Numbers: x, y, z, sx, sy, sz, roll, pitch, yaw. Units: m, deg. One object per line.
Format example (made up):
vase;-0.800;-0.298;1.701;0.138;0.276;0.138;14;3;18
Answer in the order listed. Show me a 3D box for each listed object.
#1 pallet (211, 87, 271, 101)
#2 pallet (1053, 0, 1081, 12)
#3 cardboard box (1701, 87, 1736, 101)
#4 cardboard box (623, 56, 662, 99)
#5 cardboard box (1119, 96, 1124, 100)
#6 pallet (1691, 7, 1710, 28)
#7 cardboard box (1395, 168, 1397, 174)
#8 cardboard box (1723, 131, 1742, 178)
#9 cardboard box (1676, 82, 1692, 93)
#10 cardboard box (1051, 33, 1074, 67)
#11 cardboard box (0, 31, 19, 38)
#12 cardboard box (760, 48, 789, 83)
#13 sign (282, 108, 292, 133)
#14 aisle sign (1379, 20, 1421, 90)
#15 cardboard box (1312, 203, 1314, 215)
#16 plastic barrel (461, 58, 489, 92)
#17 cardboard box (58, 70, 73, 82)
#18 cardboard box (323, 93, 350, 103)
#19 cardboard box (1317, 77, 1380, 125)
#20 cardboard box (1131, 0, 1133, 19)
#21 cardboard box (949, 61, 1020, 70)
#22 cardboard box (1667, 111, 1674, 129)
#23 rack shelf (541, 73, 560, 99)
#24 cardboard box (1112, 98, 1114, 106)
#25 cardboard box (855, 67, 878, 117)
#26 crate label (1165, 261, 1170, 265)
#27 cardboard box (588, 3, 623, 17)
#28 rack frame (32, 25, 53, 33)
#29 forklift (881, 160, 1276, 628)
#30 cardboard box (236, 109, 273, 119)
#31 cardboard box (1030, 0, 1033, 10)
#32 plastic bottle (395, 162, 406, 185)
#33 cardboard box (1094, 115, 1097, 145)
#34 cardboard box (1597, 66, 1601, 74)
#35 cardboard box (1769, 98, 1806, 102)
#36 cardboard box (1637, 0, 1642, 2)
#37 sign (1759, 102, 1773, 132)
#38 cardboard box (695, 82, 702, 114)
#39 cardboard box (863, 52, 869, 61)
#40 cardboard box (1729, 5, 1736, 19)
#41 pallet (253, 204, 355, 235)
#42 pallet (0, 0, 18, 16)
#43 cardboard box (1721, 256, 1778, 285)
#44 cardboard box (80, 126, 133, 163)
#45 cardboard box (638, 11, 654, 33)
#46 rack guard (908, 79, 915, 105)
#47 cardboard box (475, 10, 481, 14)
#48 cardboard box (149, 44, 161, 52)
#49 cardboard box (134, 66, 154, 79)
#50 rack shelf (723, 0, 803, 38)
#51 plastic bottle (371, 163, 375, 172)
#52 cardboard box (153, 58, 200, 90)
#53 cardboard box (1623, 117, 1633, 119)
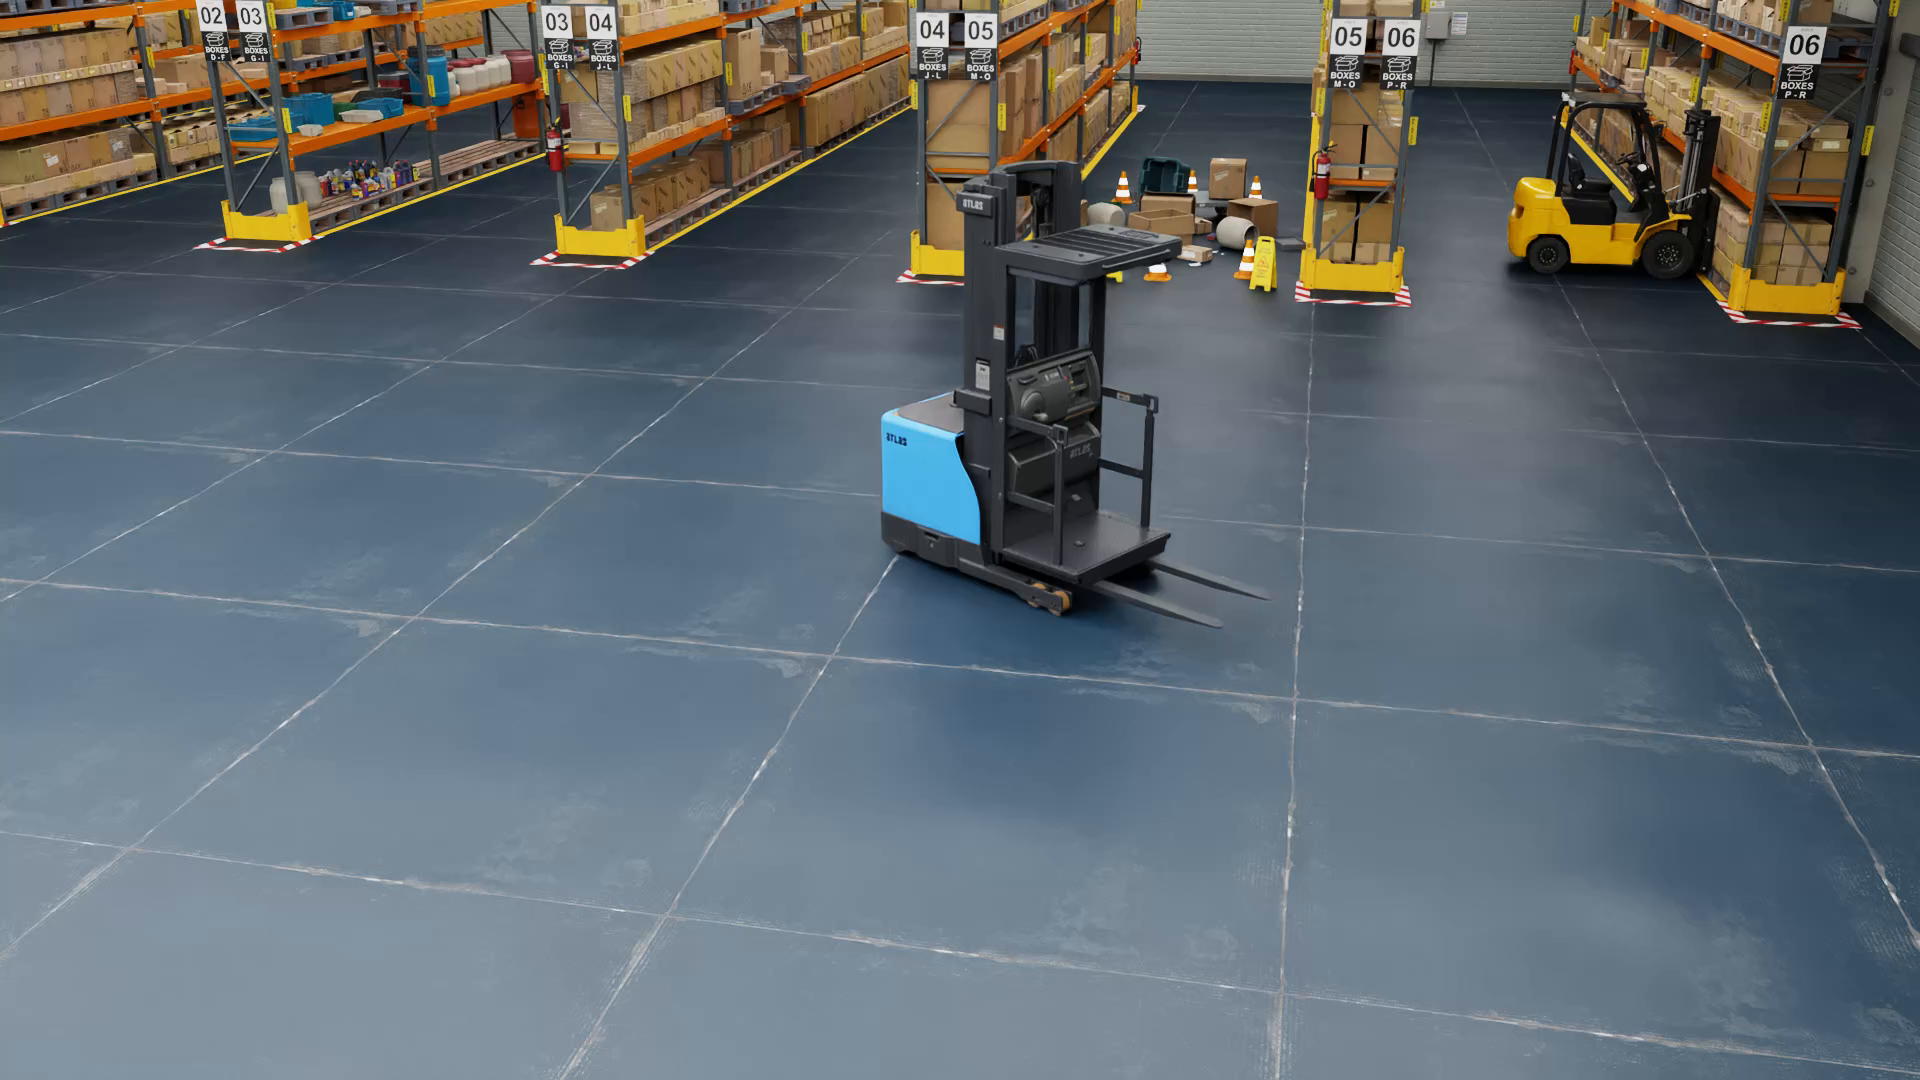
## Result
pallet;-16.481;-10.200;37.898;1.003;0.211;1.213;4;22;11
pallet;1.301;-8.418;25.979;1.003;0.211;1.213;6;23;13
cardboard box;10.161;-5.974;22.272;0.380;0.149;0.250;5;22;12
cardboard box;-4.373;-6.263;22.520;0.500;0.500;0.500;4;22;11
cardboard box;3.142;-9.012;34.070;0.380;0.149;0.250;6;23;14
pallet;10.684;-7.209;22.980;0.805;0.209;1.217;4;22;9
cardboard box;5.283;-4.673;20.778;0.380;0.149;0.250;4;22;9
cardboard box;9.763;-4.743;20.481;0.500;0.500;0.500;4;22;10
cardboard box;10.601;-6.542;24.079;0.380;0.149;0.250;5;22;11
cardboard box;1.505;-8.110;27.503;0.700;0.500;0.500;4;22;11
cardboard box;-17.950;-9.182;30.916;0.700;0.500;0.500;2;22;6
cardboard box;-3.316;-8.007;28.024;0.700;0.500;0.500;8;23;19
sign;-9.172;-5.715;22.658;0.100;0.325;0.005;4;22;11
aisle sign;5.131;-5.657;19.404;0.394;0.787;0.004;4;22;11
cardboard box;5.272;-4.684;23.588;0.500;0.250;0.500;3;22;8
plastic barrel;-8.246;-7.916;28.311;0.433;0.535;0.433;0;22;0
cardboard box;-13.900;-7.142;25.569;0.380;0.149;0.250;5;23;13
cardboard box;-12.345;-8.499;32.699;0.500;0.500;0.500;4;22;10
cardboard box;4.731;-5.349;20.249;0.700;0.500;0.500;4;22;10
cardboard box;3.285;-10.966;34.195;0.500;0.500;0.500;4;22;9
cardboard box;0.337;-6.147;22.455;0.875;0.550;0.500;4;22;11
cardboard box;10.592;-6.081;24.139;0.500;0.250;0.500;5;22;11
rack shelf;-7.669;-8.954;32.033;1.077;0.370;4.000;4;22;11
cardboard box;2.810;-8.581;32.602;0.380;0.149;0.250;6;23;14
cardboard box;-2.200;-9.086;33.680;0.875;0.875;0.875;4;22;11
crate label;2.609;-3.677;21.801;0.250;0.136;0.298;-7;23;-17
cardboard box;-4.579;-6.842;21.480;0.380;0.149;0.250;4;22;11
rack frame;-17.776;-9.311;31.958;1.000;3.000;0.127;4;22;11
forklift;0.819;-1.059;11.561;3.031;2.935;1.130;19;29;39
cardboard box;-12.891;-7.713;30.359;0.500;0.311;0.500;4;22;10
cardboard box;0.770;-7.193;22.323;0.380;0.149;0.250;4;22;10
plastic bottle;-8.782;-5.741;26.049;0.144;0.351;0.185;3;22;8
cardboard box;2.200;-7.410;30.021;0.500;0.500;0.500;4;22;10
cardboard box;12.028;-8.722;30.831;0.380;0.149;0.250;5;22;12
cardboard box;10.552;-5.552;21.225;0.380;0.149;0.250;4;22;10
cardboard box;11.404;-8.941;27.224;0.500;0.250;0.500;4;22;11
sign;9.172;-4.814;18.923;0.100;0.325;0.005;4;22;11
cardboard box;-4.334;-6.560;24.594;0.875;0.500;0.500;4;22;11
cardboard box;-2.027;-9.608;33.030;0.380;0.149;0.250;5;22;11
cardboard box;9.971;-6.677;21.042;0.380;0.149;0.250;5;23;13
pallet;-9.569;-4.665;24.154;1.003;0.211;1.213;4;22;11
pallet;-14.389;-7.616;23.852;1.003;0.211;1.213;4;22;11
cardboard box;9.487;-3.235;19.990;0.500;0.250;0.500;5;22;11
cardboard box;-13.736;-6.371;26.772;0.500;0.500;0.500;4;22;11
cardboard box;-4.411;-6.920;22.206;0.500;0.250;0.500;4;22;10
rack guard;-1.591;-9.953;36.899;1.175;0.500;0.348;4;22;11
cardboard box;-11.115;-12.187;37.627;0.500;0.500;0.500;4;22;10
cardboard box;-16.873;-10.235;34.561;0.380;0.149;0.250;4;22;11
cardboard box;-17.144;-9.399;34.491;0.750;0.750;0.750;5;23;13
rack shelf;-3.637;-8.505;26.903;1.077;0.370;4.000;4;22;11
plastic bottle;-9.323;-5.826;26.351;0.061;0.283;0.133;4;22;11
cardboard box;-13.462;-7.991;28.545;0.500;0.500;0.500;6;23;15
cardboard box;11.584;-7.151;28.509;0.380;0.149;0.250;5;22;11
